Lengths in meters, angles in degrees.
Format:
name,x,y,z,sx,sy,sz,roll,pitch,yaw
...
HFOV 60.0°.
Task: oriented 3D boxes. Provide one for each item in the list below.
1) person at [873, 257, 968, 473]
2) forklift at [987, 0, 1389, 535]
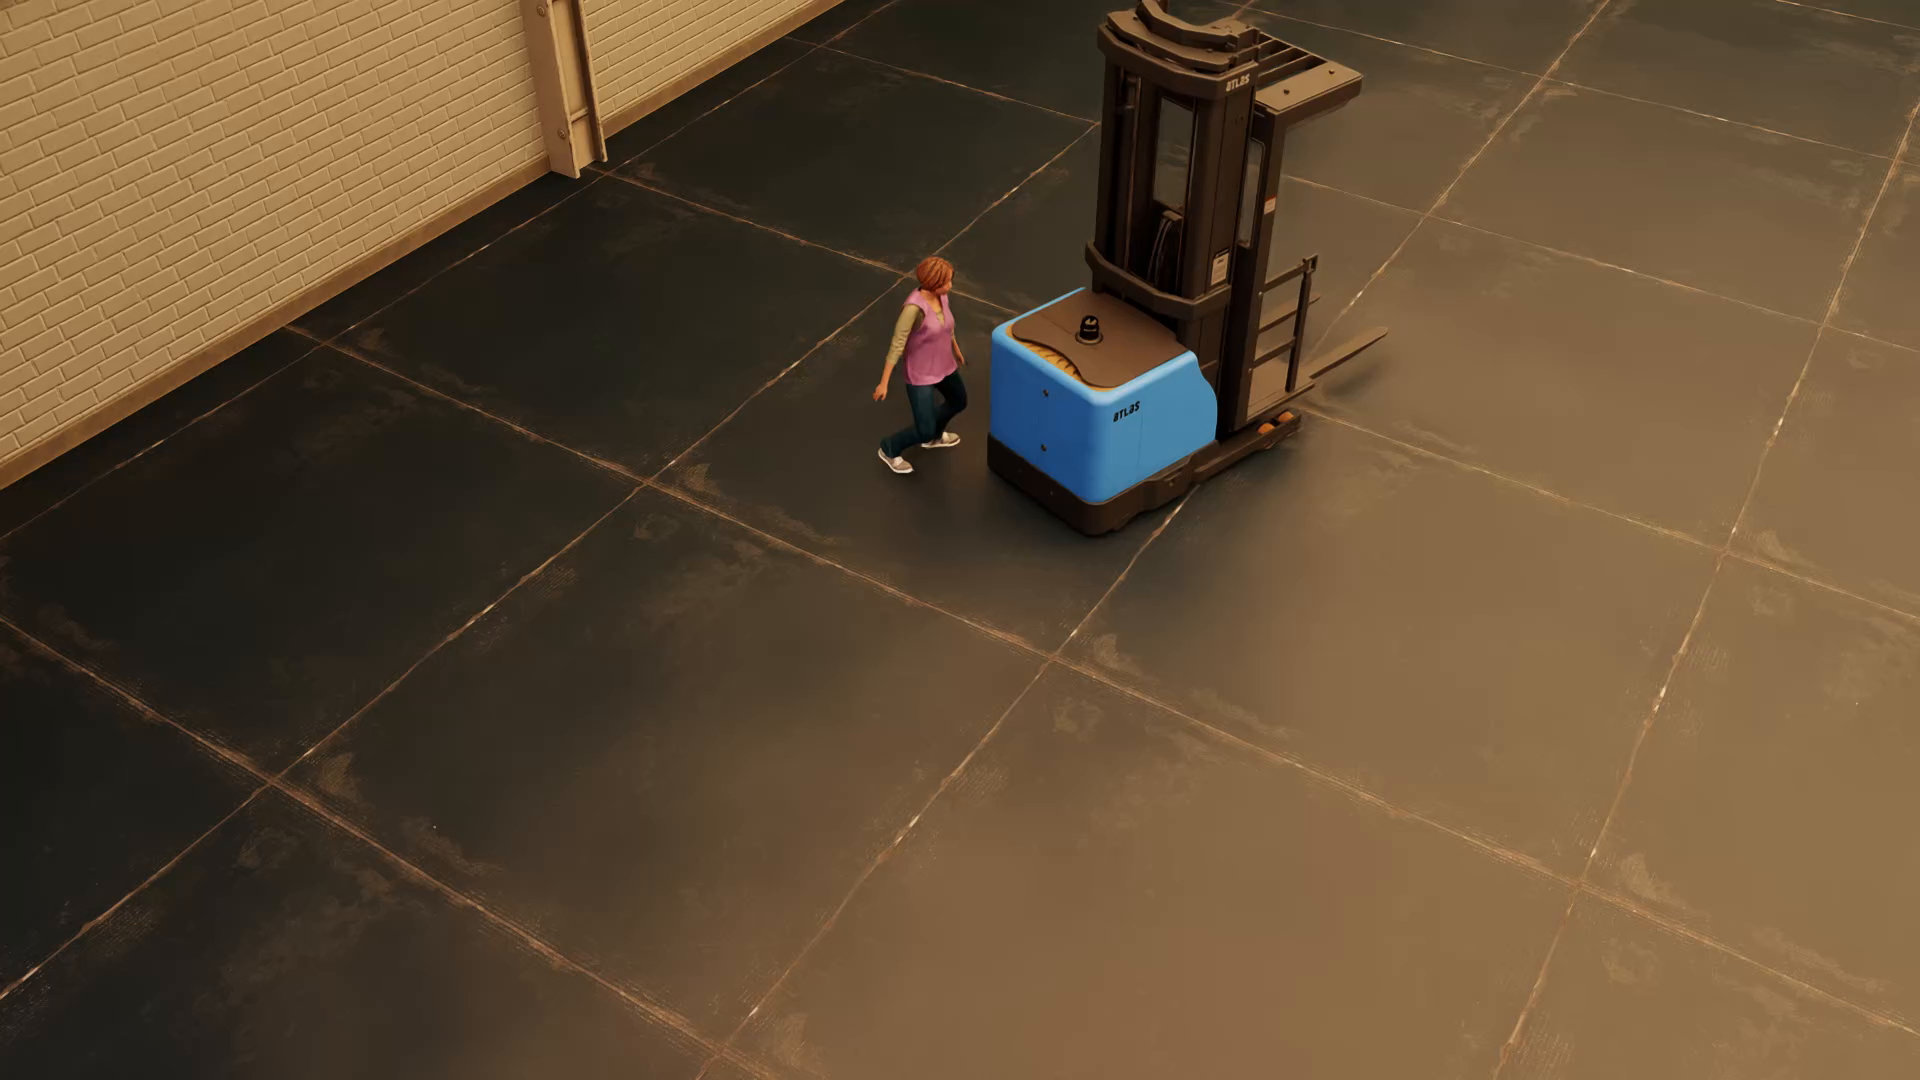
name,x,y,z,sx,sy,sz,roll,pitch,yaw
person,-0.258,-1.063,10.321,0.446,1.523,0.745,26,47,27
forklift,1.627,-1.954,10.272,3.031,2.935,1.130,-28,48,-29
